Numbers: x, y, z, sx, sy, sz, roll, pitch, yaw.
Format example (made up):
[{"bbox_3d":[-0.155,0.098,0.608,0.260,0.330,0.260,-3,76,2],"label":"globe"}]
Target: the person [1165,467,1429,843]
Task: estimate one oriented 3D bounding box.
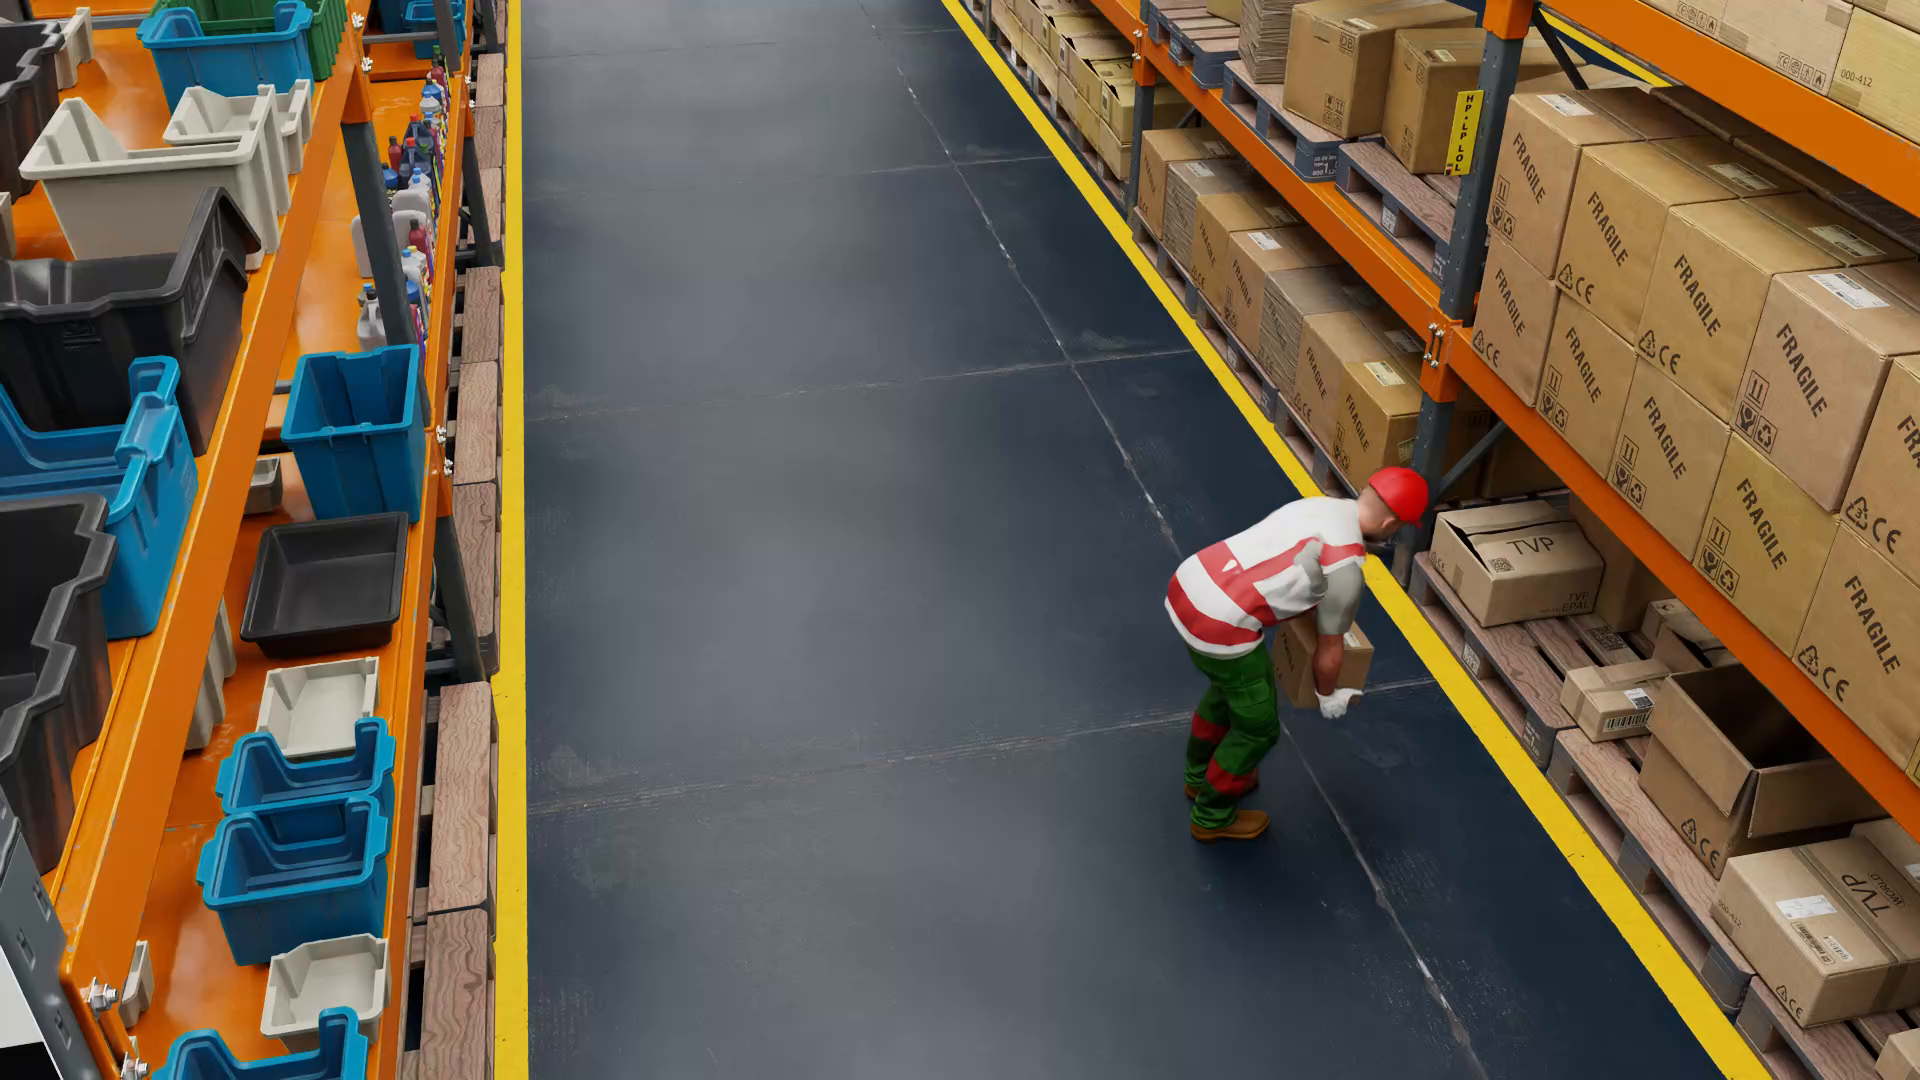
[{"bbox_3d":[1.157,0.393,5.881,0.886,1.402,0.485,-8,35,-12],"label":"person"}]
